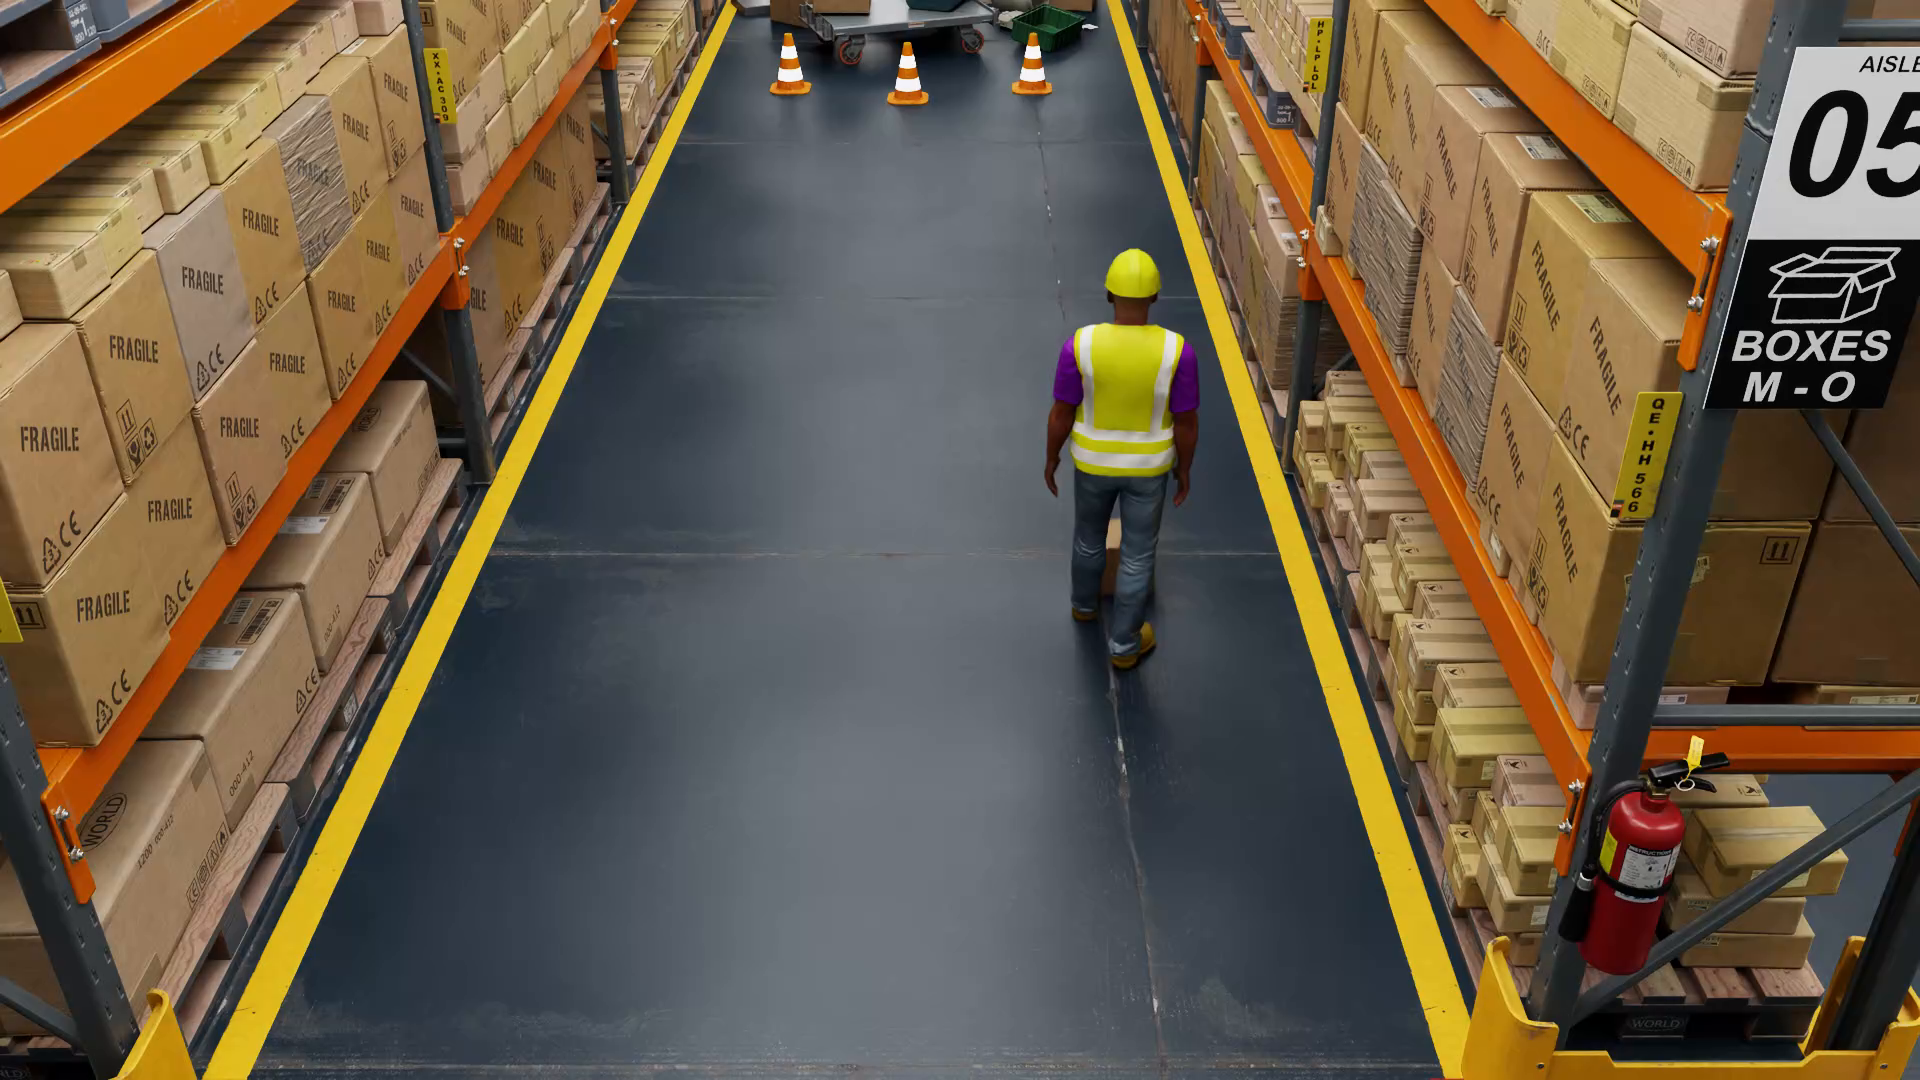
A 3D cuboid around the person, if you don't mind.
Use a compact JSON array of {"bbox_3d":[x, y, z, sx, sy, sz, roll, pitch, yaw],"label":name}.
[{"bbox_3d":[0.653,-0.369,6.716,0.598,1.764,0.660,5,32,8],"label":"person"}]
